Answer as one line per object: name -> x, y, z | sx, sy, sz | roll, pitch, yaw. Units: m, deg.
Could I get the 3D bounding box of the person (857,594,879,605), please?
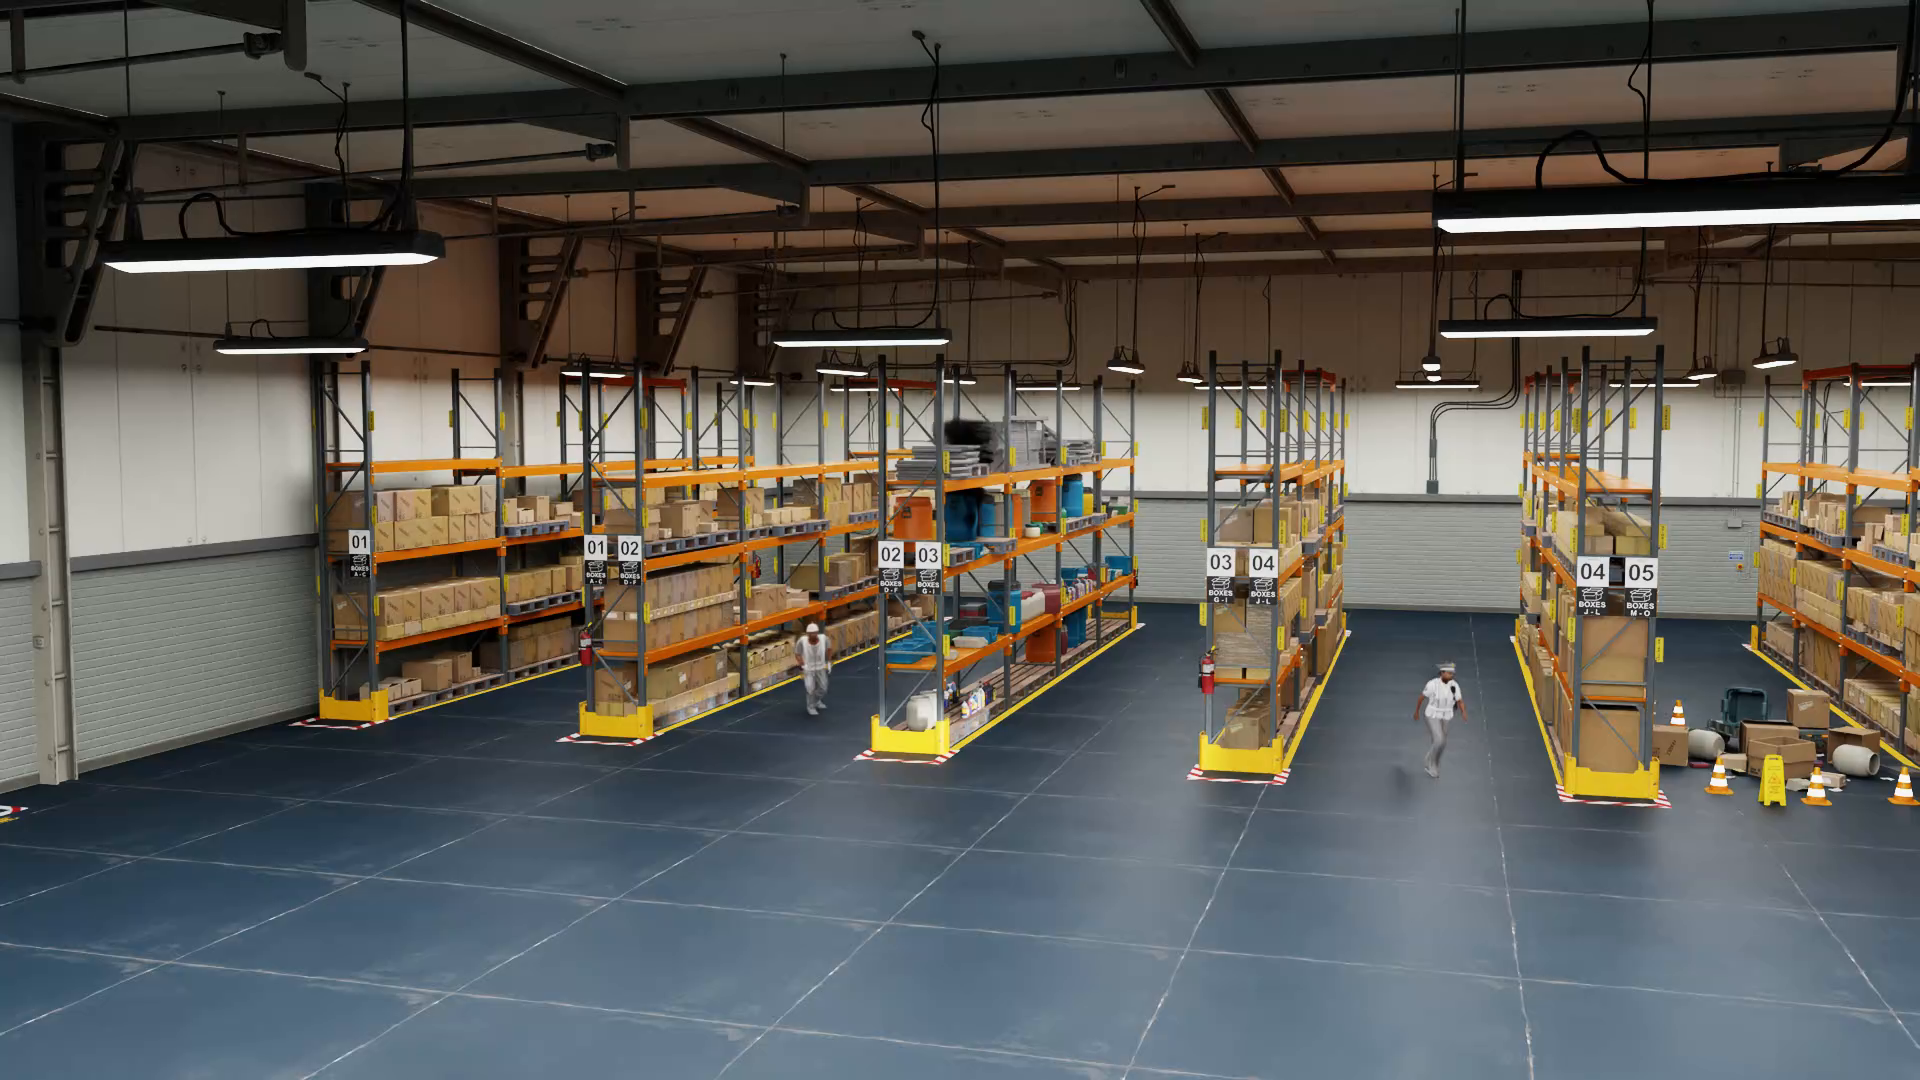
person -> -2.215, 1.152, 42.853 | 1.037, 1.498, 0.459 | 0, 4, 6

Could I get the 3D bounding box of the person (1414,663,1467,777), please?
person -> 6.775, 2.509, 23.331 | 0.532, 1.619, 0.811 | -1, 4, -15

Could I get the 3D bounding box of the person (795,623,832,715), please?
person -> -2.495, 2.172, 28.196 | 0.654, 1.618, 0.906 | -1, 4, -19
